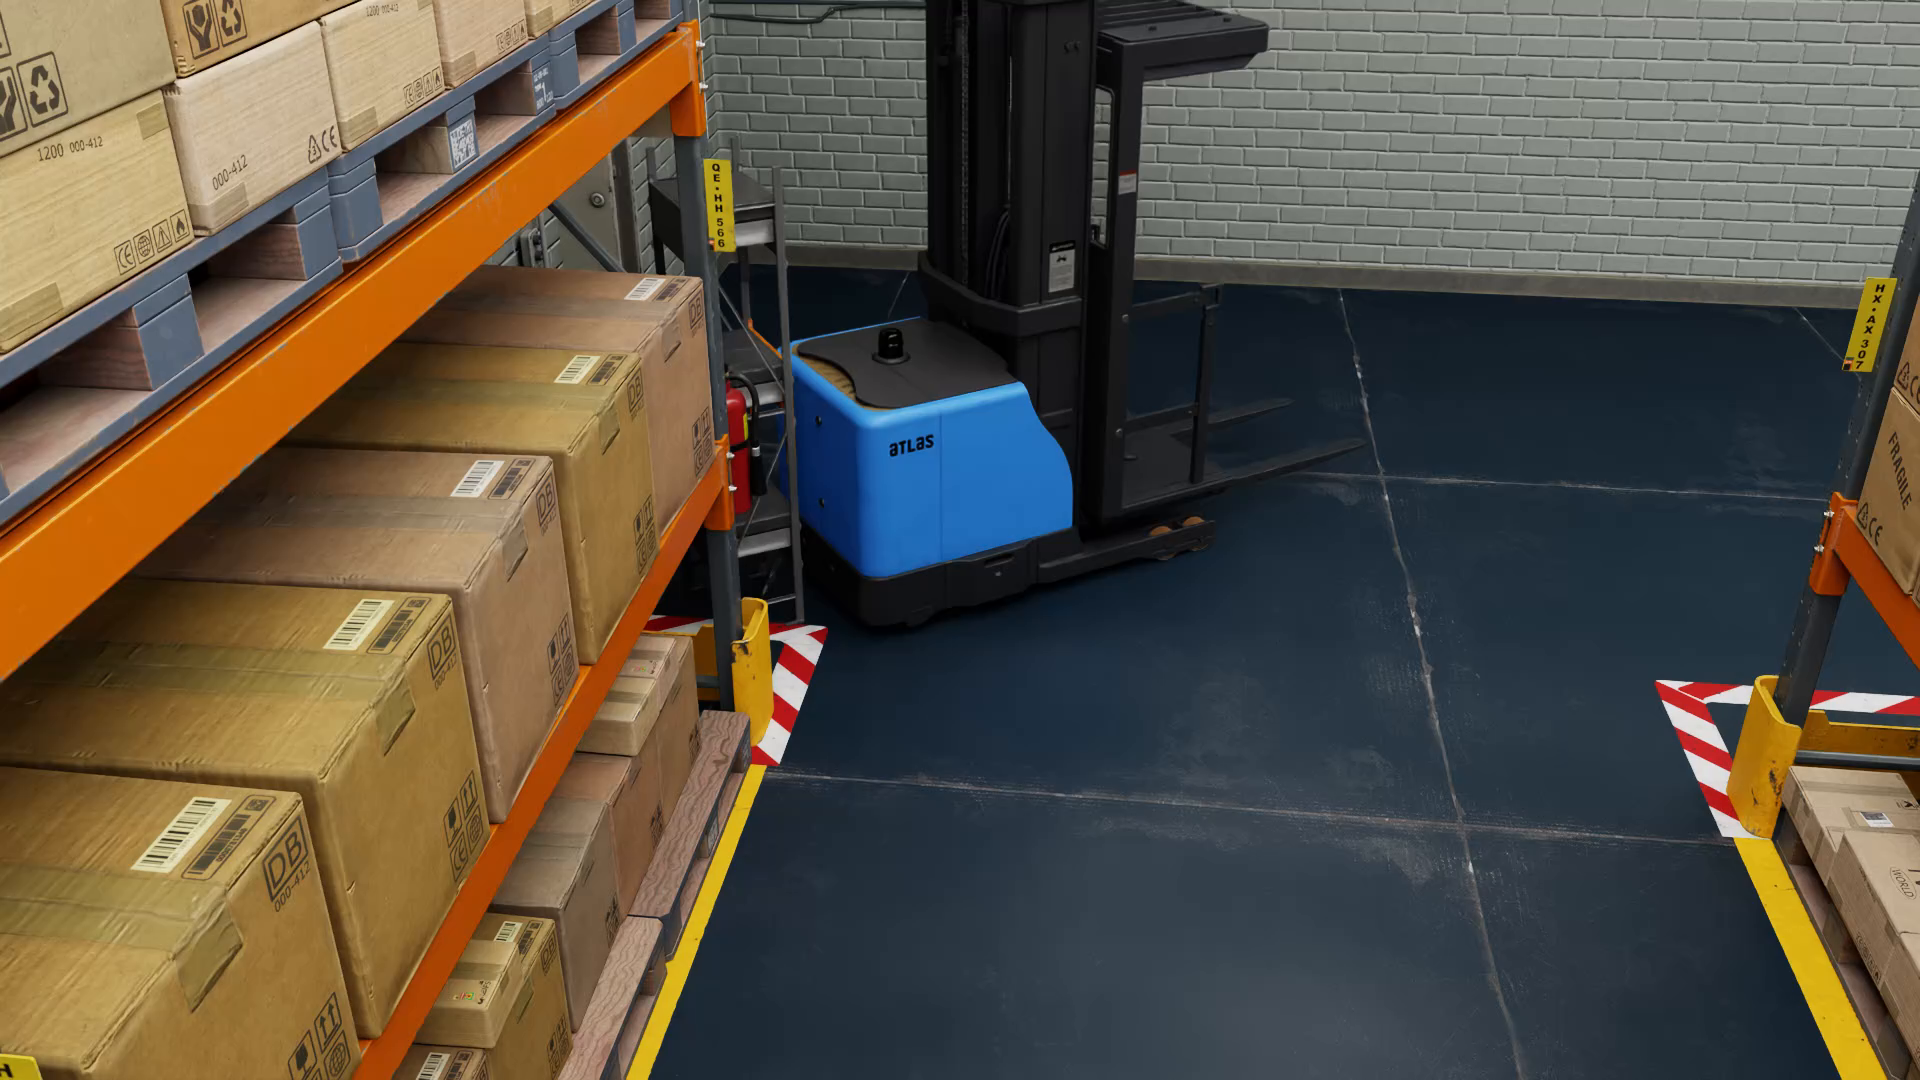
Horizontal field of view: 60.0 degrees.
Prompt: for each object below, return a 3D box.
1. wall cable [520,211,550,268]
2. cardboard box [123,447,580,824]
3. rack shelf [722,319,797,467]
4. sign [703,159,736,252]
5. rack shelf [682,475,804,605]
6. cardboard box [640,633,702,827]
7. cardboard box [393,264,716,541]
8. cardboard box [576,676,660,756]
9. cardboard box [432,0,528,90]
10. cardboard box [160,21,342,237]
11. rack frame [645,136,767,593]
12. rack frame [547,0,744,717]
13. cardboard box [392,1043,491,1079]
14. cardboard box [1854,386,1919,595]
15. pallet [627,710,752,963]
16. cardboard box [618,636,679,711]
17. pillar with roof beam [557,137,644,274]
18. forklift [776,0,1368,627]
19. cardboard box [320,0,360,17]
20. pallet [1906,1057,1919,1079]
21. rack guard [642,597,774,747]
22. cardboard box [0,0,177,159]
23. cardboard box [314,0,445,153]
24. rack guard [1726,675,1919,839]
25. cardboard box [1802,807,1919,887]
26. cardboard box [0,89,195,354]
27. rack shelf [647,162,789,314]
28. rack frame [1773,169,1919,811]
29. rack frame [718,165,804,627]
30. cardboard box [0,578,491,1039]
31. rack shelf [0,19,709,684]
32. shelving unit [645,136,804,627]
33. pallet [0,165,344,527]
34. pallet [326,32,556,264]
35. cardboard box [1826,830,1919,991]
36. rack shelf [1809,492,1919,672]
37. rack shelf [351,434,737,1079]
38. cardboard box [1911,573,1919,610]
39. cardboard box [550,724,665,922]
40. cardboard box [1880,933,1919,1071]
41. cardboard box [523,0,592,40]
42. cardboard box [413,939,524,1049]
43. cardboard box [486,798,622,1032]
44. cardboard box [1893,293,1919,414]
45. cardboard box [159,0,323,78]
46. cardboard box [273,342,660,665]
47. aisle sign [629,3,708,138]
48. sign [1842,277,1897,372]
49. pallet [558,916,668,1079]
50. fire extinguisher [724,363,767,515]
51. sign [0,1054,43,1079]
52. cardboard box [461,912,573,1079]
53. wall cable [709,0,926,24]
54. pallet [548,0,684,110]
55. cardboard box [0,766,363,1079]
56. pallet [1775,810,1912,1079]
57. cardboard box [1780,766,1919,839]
[{"bbox_3d":[-2.154,-1.687,7.148,0.084,1.984,1.851,3,28,6],"label":"wall cable"},{"bbox_3d":[-1.606,0.228,4.348,0.980,0.700,0.700,2,28,4],"label":"cardboard box"},{"bbox_3d":[-0.997,-0.604,7.185,0.431,0.518,0.480,-13,31,-23],"label":"rack shelf"},{"bbox_3d":[-0.836,-1.158,5.767,0.100,0.325,0.005,3,28,6],"label":"sign"},{"bbox_3d":[-0.997,0.013,7.517,0.431,0.518,0.480,-13,31,-23],"label":"rack shelf"},{"bbox_3d":[-1.359,0.669,6.039,0.700,0.500,0.500,3,28,6],"label":"cardboard box"},{"bbox_3d":[-1.425,-0.474,5.650,0.980,0.700,0.700,5,29,9],"label":"cardboard box"},{"bbox_3d":[-1.224,0.574,5.530,0.380,0.149,0.250,4,29,8],"label":"cardboard box"},{"bbox_3d":[-1.320,-1.215,3.790,0.500,0.250,0.500,3,28,5],"label":"cardboard box"},{"bbox_3d":[-1.440,-0.732,2.893,0.500,0.250,0.500,3,28,5],"label":"cardboard box"},{"bbox_3d":[-1.105,-0.719,7.372,0.400,2.100,0.015,-13,31,-23],"label":"rack frame"},{"bbox_3d":[-1.372,-0.582,6.168,1.000,3.000,0.127,3,28,6],"label":"rack frame"},{"bbox_3d":[-1.604,1.634,4.248,0.700,0.500,0.500,3,28,6],"label":"cardboard box"},{"bbox_3d":[3.228,-0.147,5.254,0.500,0.500,0.500,4,29,7],"label":"cardboard box"},{"bbox_3d":[-1.393,1.026,6.123,1.003,0.211,1.213,3,28,6],"label":"pallet"},{"bbox_3d":[-1.194,0.454,5.753,0.380,0.149,0.250,3,28,6],"label":"cardboard box"},{"bbox_3d":[2.372,-4.294,6.733,9.100,9.000,0.400,3,28,6],"label":"pillar with roof beam"},{"bbox_3d":[0.664,-1.393,7.746,3.031,2.935,1.130,-15,32,-26],"label":"forklift"},{"bbox_3d":[-1.385,-1.307,3.171,0.500,0.500,0.500,4,29,7],"label":"cardboard box"},{"bbox_3d":[3.286,1.915,4.473,1.003,0.211,1.213,3,28,6],"label":"pallet"},{"bbox_3d":[-1.370,0.507,6.782,1.175,0.500,0.348,3,28,6],"label":"rack guard"},{"bbox_3d":[-1.497,-0.832,2.289,0.500,0.500,0.500,3,28,6],"label":"cardboard box"},{"bbox_3d":[-1.384,-0.974,3.342,0.500,0.250,0.500,3,28,5],"label":"cardboard box"},{"bbox_3d":[3.535,0.840,6.164,1.175,0.500,0.348,3,28,6],"label":"rack guard"},{"bbox_3d":[3.121,1.052,5.658,0.380,0.166,0.250,3,28,6],"label":"cardboard box"},{"bbox_3d":[-1.516,-0.493,2.450,0.500,0.250,0.500,3,28,6],"label":"cardboard box"},{"bbox_3d":[-0.997,-1.220,6.853,0.431,0.518,0.480,-13,31,-23],"label":"rack shelf"},{"bbox_3d":[3.544,-0.296,5.637,1.000,3.000,0.127,3,28,6],"label":"rack frame"},{"bbox_3d":[-0.890,-0.512,6.986,0.400,2.100,0.015,-13,31,-23],"label":"rack frame"},{"bbox_3d":[-1.685,0.571,3.712,0.980,0.700,0.700,3,28,5],"label":"cardboard box"},{"bbox_3d":[-1.618,-0.645,3.880,1.077,0.370,4.000,3,28,6],"label":"rack shelf"},{"bbox_3d":[-0.997,-0.616,7.179,0.431,2.100,0.503,-13,31,-23],"label":"shelving unit"},{"bbox_3d":[-1.752,-0.365,2.697,1.003,0.211,1.213,3,28,6],"label":"pallet"},{"bbox_3d":[-1.600,-0.938,3.760,1.003,0.211,1.213,3,28,6],"label":"pallet"},{"bbox_3d":[3.135,1.195,5.304,0.500,0.250,0.500,3,28,6],"label":"cardboard box"},{"bbox_3d":[3.299,0.962,4.060,1.077,0.370,4.000,3,28,6],"label":"rack shelf"},{"bbox_3d":[-1.618,0.676,4.591,1.077,0.370,4.000,3,28,6],"label":"rack shelf"},{"bbox_3d":[3.170,0.096,4.803,0.500,0.500,0.500,3,28,6],"label":"cardboard box"},{"bbox_3d":[-1.420,0.904,5.602,0.700,0.500,0.500,3,28,6],"label":"cardboard box"},{"bbox_3d":[3.074,1.431,4.867,0.500,0.250,0.500,3,28,6],"label":"cardboard box"},{"bbox_3d":[-1.261,-1.461,4.246,0.500,0.250,0.500,2,28,4],"label":"cardboard box"},{"bbox_3d":[-1.382,1.188,4.391,0.380,0.149,0.250,3,28,5],"label":"cardboard box"},{"bbox_3d":[-1.481,1.141,5.162,0.700,0.500,0.500,2,28,5],"label":"cardboard box"},{"bbox_3d":[3.228,-0.587,5.017,0.500,0.500,0.500,4,29,8],"label":"cardboard box"},{"bbox_3d":[-1.440,-1.075,2.739,0.500,0.500,0.500,3,28,5],"label":"cardboard box"},{"bbox_3d":[-1.503,-0.131,5.014,0.980,0.700,0.700,3,28,6],"label":"cardboard box"},{"bbox_3d":[-1.066,-1.743,5.582,0.394,0.787,0.004,3,28,6],"label":"aisle sign"},{"bbox_3d":[3.006,-0.709,5.490,0.100,0.325,0.005,3,28,6],"label":"sign"},{"bbox_3d":[-1.545,1.599,5.060,1.003,0.211,1.213,3,28,6],"label":"pallet"},{"bbox_3d":[-0.896,-0.428,6.357,0.296,0.674,0.183,3,28,6],"label":"fire extinguisher"},{"bbox_3d":[-1.323,0.853,2.368,0.100,0.325,0.005,3,28,6],"label":"sign"},{"bbox_3d":[-1.539,1.392,4.696,0.700,0.500,0.500,4,29,7],"label":"cardboard box"},{"bbox_3d":[-0.325,-4.498,10.385,3.097,2.526,0.112,3,28,6],"label":"wall cable"},{"bbox_3d":[-1.453,-1.514,4.829,1.003,0.211,1.213,3,28,6],"label":"pallet"},{"bbox_3d":[-1.780,0.914,3.074,0.980,0.700,0.700,4,29,7],"label":"cardboard box"},{"bbox_3d":[3.438,1.343,5.536,1.003,0.211,1.213,3,28,6],"label":"pallet"},{"bbox_3d":[3.152,0.942,5.880,0.380,0.149,0.250,3,28,6],"label":"cardboard box"}]
